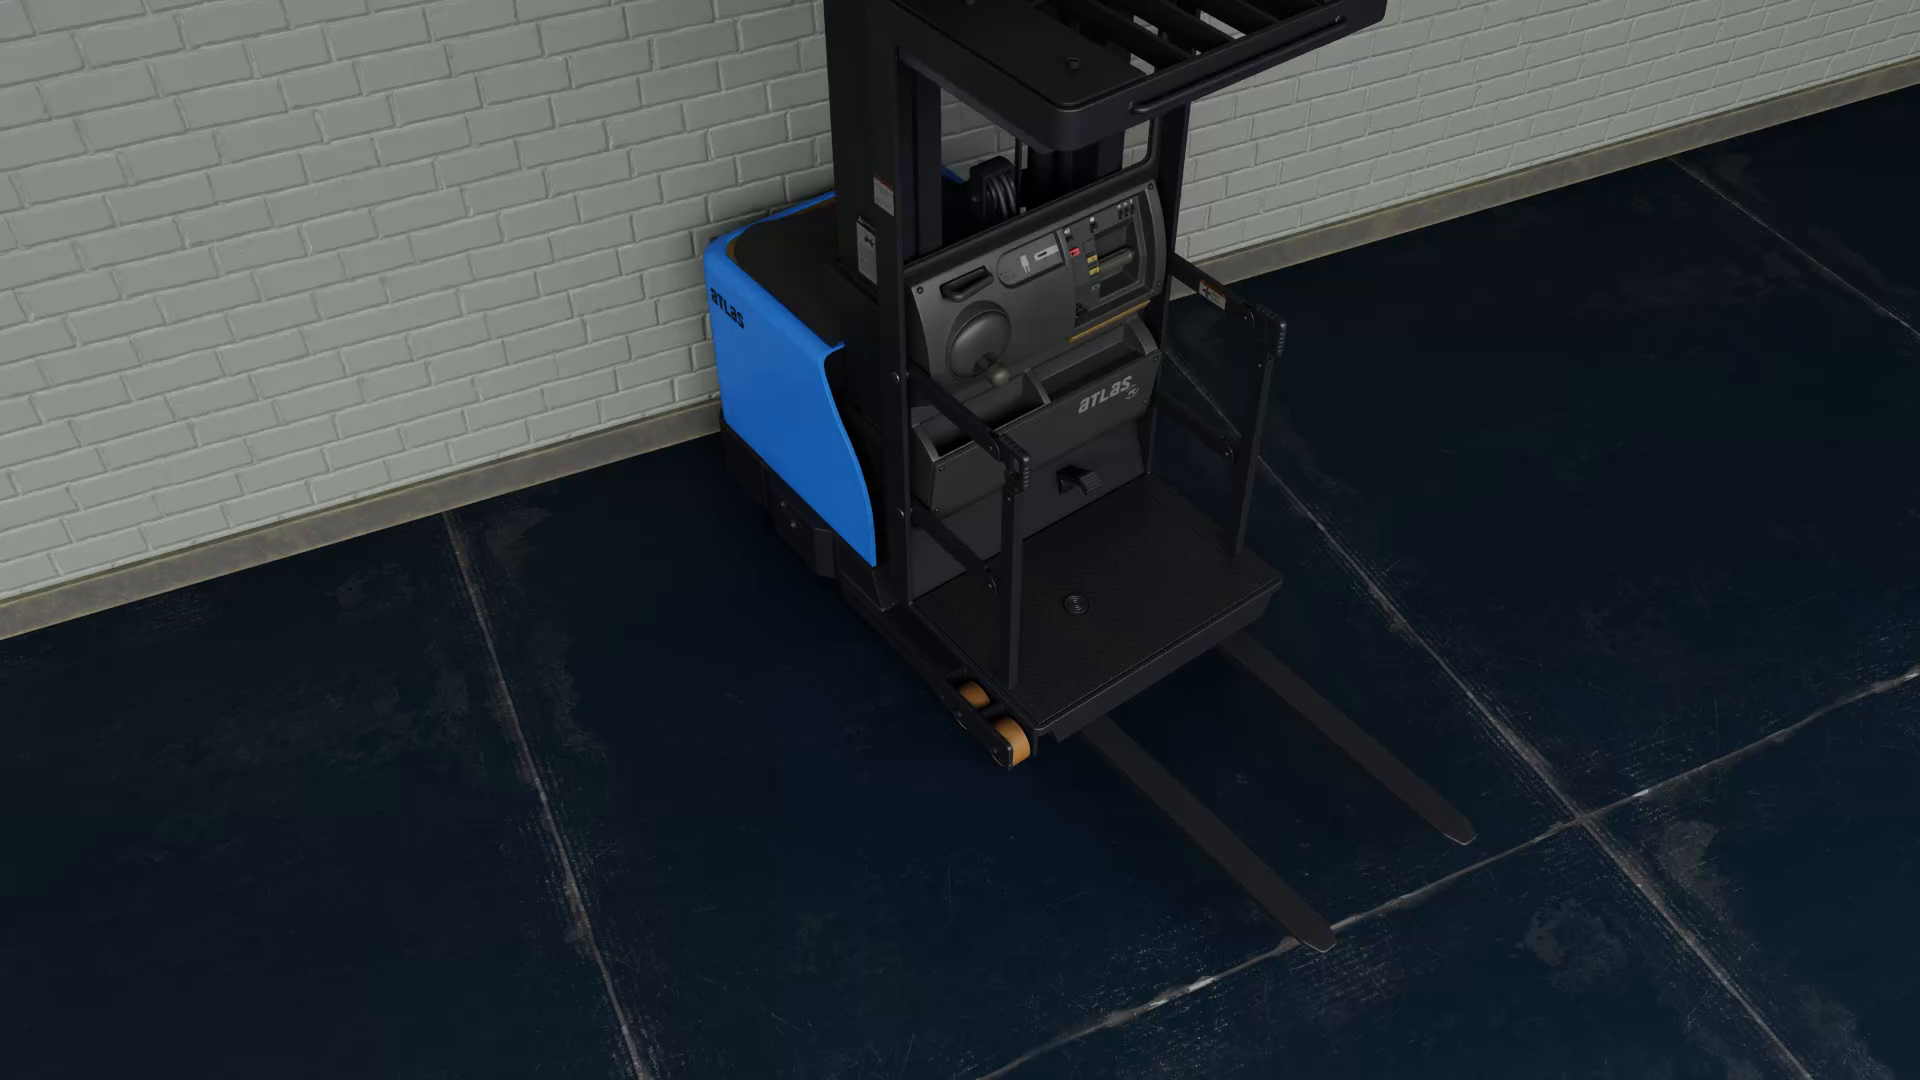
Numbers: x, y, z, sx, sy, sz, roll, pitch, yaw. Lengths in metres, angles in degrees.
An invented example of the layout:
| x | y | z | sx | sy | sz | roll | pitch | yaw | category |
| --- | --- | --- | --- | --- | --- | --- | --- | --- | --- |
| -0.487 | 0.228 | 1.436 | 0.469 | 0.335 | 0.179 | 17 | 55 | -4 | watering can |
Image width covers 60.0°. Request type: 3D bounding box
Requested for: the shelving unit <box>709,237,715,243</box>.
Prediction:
| x | y | z | sx | sy | sz | roll | pitch | yaw | category |
| --- | --- | --- | --- | --- | --- | --- | --- | --- | --- |
| -0.737 | -0.772 | 6.388 | 0.258 | 0.900 | 0.210 | -22 | 48 | -15 | shelving unit |

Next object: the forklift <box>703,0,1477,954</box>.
| x | y | z | sx | sy | sz | roll | pitch | yaw | category |
| --- | --- | --- | --- | --- | --- | --- | --- | --- | --- |
| 0.381 | -0.693 | 4.865 | 1.130 | 2.935 | 3.031 | -28 | 51 | -26 | forklift |

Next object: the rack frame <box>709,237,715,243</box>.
| x | y | z | sx | sy | sz | roll | pitch | yaw | category |
| --- | --- | --- | --- | --- | --- | --- | --- | --- | --- |
| -0.782 | -0.835 | 6.453 | 0.240 | 0.900 | 0.006 | -22 | 48 | -15 | rack frame |
